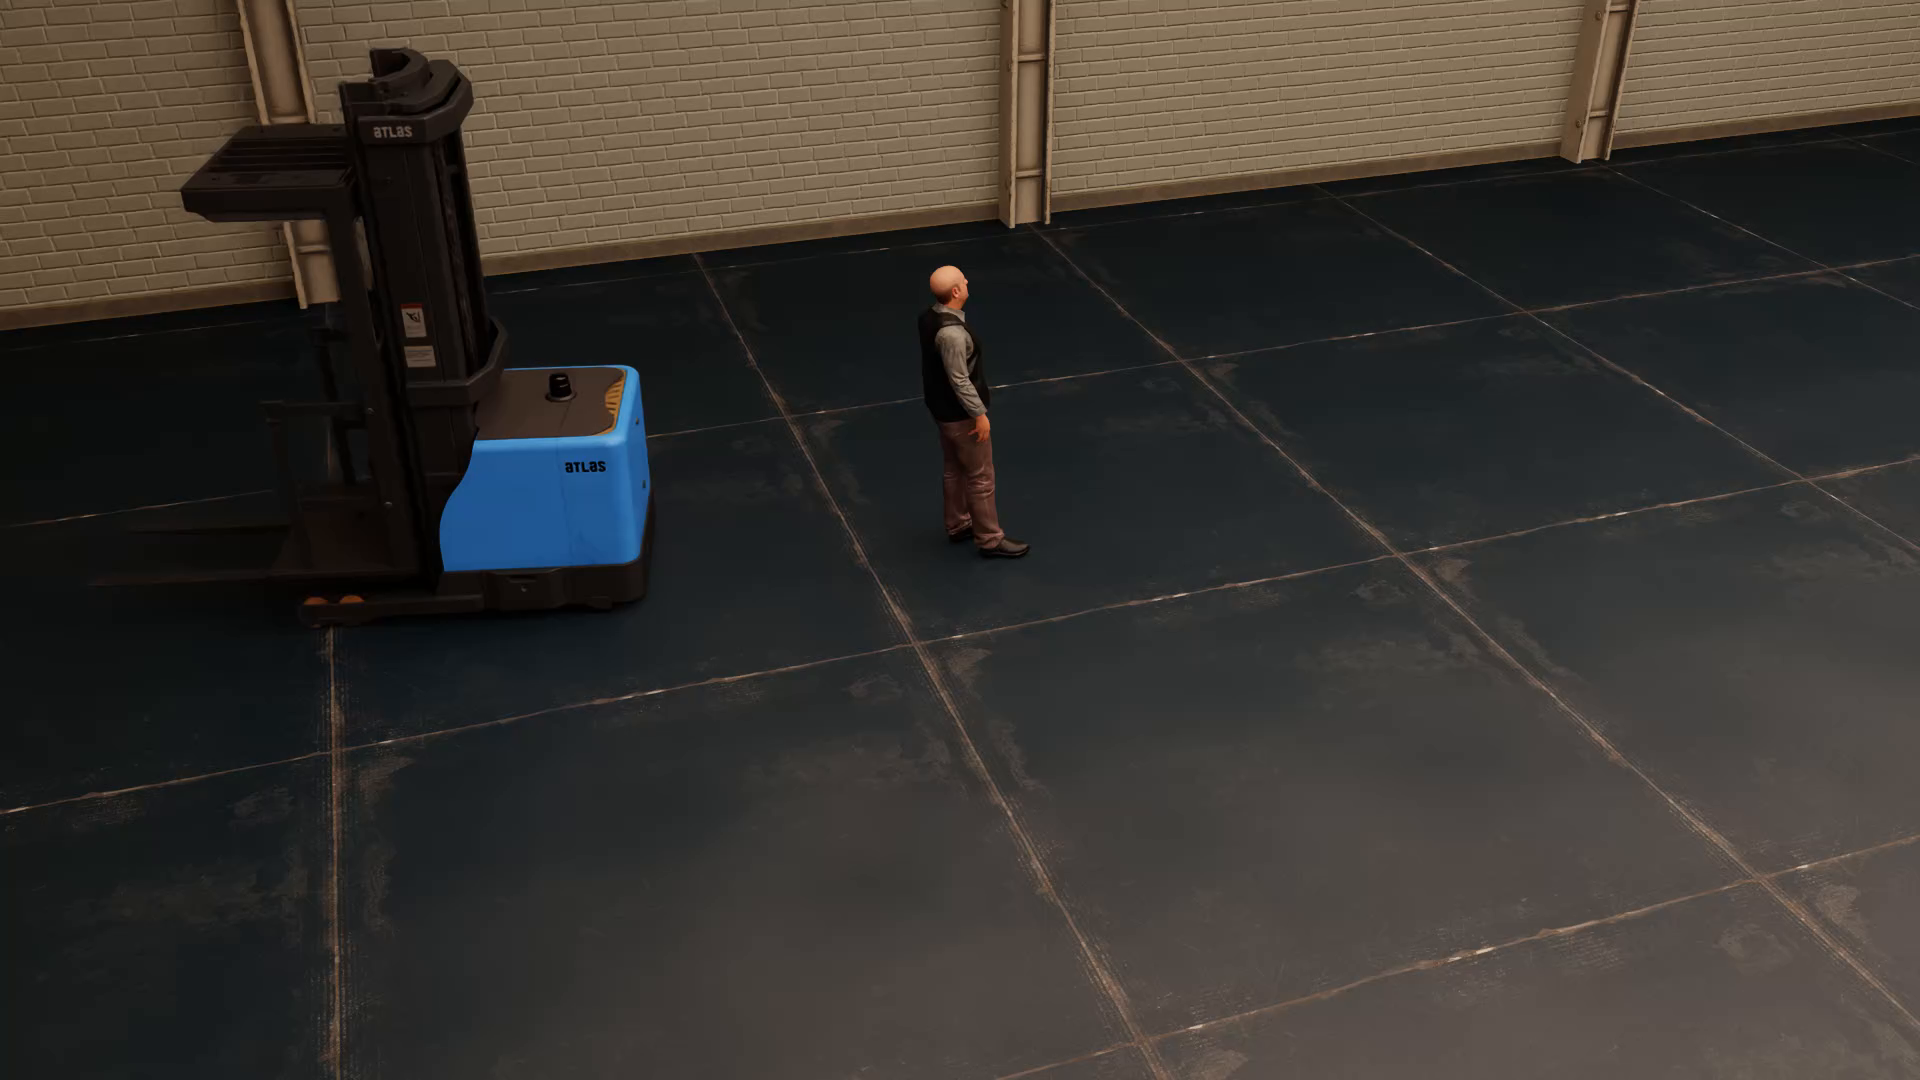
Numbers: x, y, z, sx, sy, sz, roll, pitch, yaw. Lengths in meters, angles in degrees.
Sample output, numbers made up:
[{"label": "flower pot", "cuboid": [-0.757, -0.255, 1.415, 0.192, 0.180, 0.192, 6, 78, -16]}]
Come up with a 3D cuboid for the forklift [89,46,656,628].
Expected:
[{"label": "forklift", "cuboid": [-3.318, -1.063, 8.934, 3.031, 2.935, 1.130, -2, 30, -4]}]

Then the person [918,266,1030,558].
[{"label": "person", "cuboid": [0.062, -0.759, 9.605, 0.566, 1.722, 0.633, -10, 31, -16]}]
